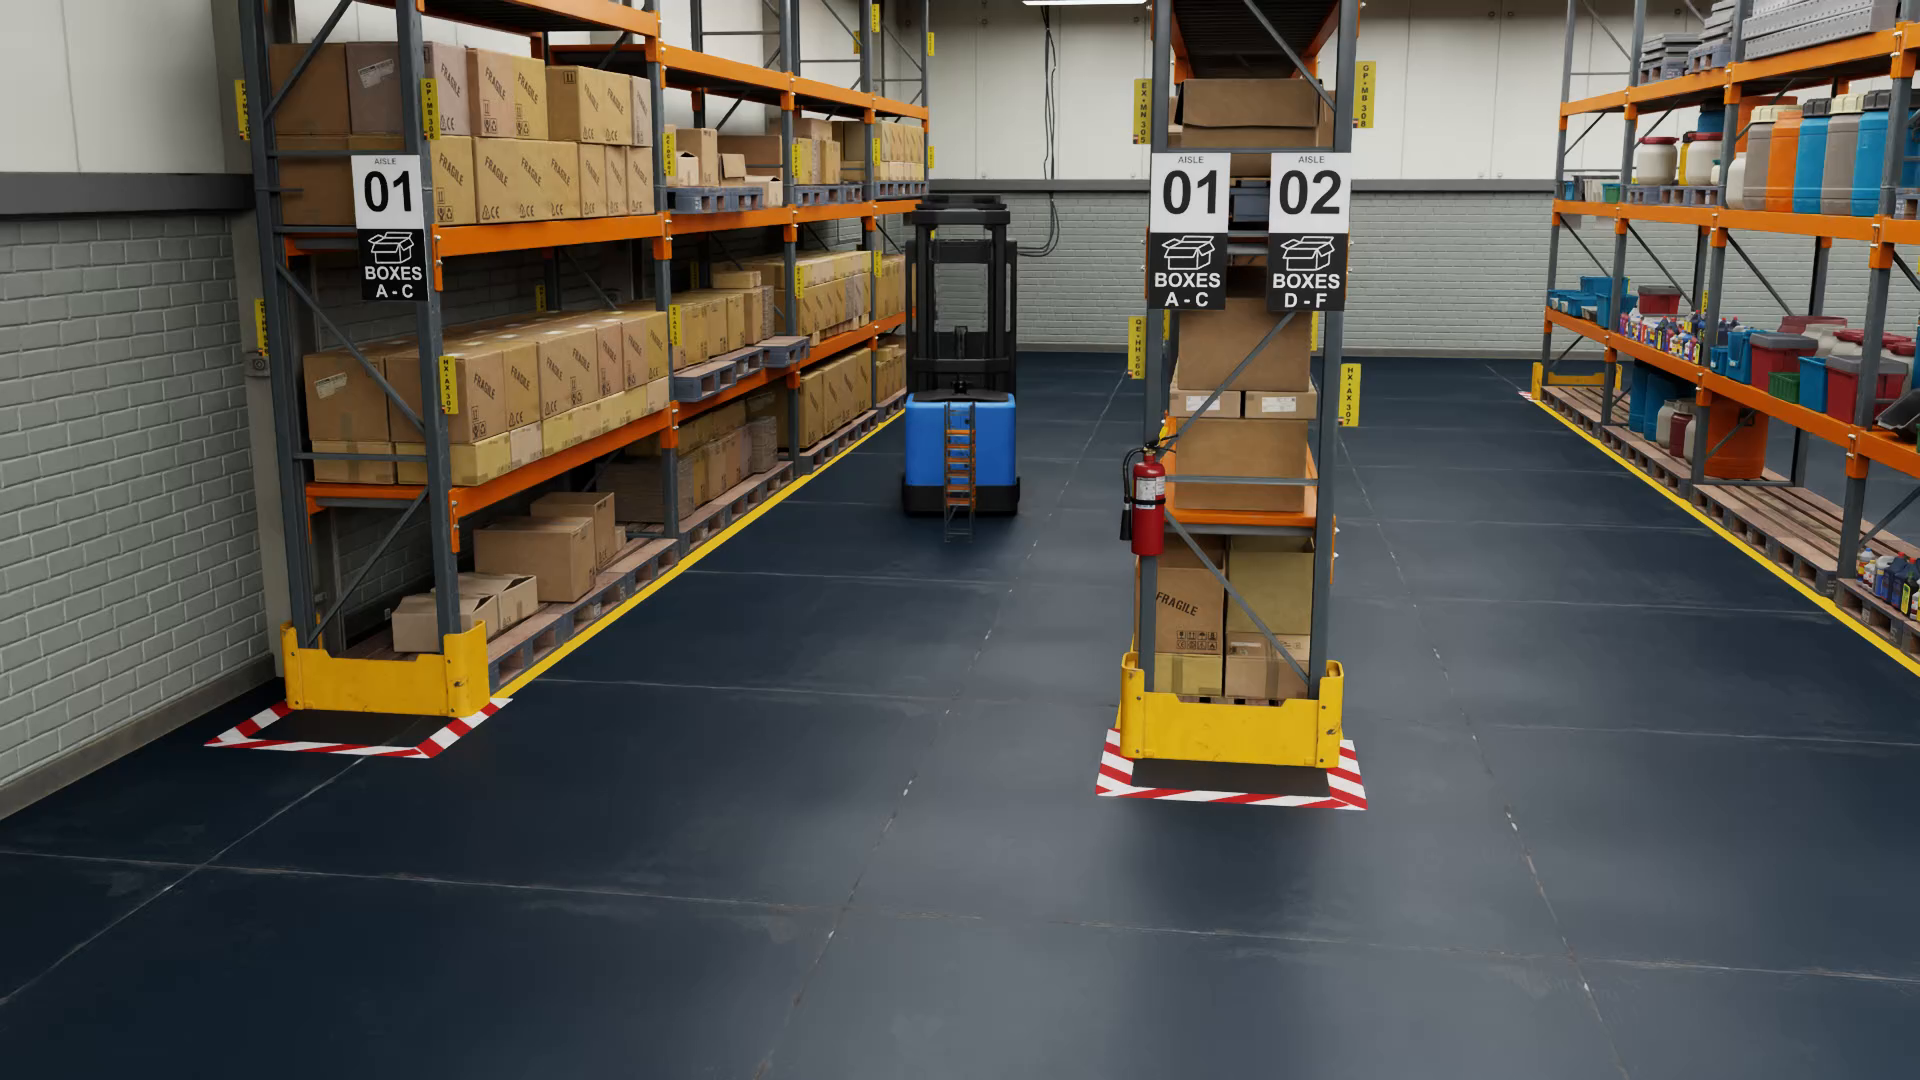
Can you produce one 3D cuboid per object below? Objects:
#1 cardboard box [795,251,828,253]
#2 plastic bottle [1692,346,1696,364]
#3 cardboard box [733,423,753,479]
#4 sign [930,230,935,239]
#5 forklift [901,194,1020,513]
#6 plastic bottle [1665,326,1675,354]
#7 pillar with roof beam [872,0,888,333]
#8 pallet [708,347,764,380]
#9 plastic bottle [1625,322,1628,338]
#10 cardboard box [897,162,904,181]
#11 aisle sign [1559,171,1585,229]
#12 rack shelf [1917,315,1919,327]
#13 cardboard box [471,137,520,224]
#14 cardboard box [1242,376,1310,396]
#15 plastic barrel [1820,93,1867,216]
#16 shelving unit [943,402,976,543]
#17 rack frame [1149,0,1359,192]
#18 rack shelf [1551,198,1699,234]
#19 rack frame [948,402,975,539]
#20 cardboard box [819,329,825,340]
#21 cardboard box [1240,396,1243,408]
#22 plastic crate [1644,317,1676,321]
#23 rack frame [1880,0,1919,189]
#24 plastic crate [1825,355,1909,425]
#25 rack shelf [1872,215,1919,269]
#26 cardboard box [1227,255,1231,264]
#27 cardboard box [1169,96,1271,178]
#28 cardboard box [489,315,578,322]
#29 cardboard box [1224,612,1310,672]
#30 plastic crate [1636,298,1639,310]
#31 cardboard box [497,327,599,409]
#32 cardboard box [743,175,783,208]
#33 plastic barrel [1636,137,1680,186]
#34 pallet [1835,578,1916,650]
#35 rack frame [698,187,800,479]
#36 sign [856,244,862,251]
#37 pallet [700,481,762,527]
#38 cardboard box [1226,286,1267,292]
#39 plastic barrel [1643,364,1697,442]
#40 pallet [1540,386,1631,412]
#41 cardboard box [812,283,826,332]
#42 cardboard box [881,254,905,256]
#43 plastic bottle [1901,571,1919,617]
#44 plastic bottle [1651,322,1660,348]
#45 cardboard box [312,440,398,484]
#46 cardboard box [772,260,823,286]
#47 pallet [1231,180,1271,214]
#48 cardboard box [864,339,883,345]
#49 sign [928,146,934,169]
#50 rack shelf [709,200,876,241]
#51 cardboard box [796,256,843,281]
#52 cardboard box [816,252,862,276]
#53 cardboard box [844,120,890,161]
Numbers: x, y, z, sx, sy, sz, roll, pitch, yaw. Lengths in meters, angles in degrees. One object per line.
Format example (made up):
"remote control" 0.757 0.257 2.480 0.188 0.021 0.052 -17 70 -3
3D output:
"cardboard box" -1.906 -3.450 20.611 0.500 0.250 0.500 2 12 10
"plastic bottle" 7.273 -1.837 16.370 0.097 0.201 0.097 0 12 0
"cardboard box" -2.446 -0.872 16.309 0.700 0.500 0.500 2 12 9
"sign" -0.429 -4.461 24.761 0.100 0.325 0.005 2 12 9
"forklift" 0.012 -1.947 16.570 1.130 2.935 3.031 0 12 0
"plastic bottle" 7.413 -2.092 17.357 0.061 0.283 0.133 2 12 9
"pillar with roof beam" 2.852 -7.183 26.461 9.100 9.000 0.400 2 12 9
"pallet" -2.457 -1.627 15.377 1.003 0.211 1.213 2 12 9
"plastic bottle" 7.713 -2.434 19.137 0.097 0.201 0.097 0 12 0
"cardboard box" -1.047 -4.962 22.398 0.500 0.250 0.500 2 12 7
"aisle sign" 8.544 -4.774 23.353 0.394 0.787 0.004 2 12 9
"rack shelf" 13.413 -2.550 20.912 1.077 0.370 4.000 2 12 9
"cardboard box" -3.007 -2.166 10.018 0.500 0.500 0.500 3 12 12
"cardboard box" 1.864 -0.909 9.814 0.380 0.149 0.250 2 12 8
"plastic barrel" 6.945 -2.941 12.709 0.600 0.901 0.600 0 12 0
"shelving unit" -0.002 -0.584 14.353 0.258 1.200 0.189 2 12 9
"rack frame" 1.472 -3.242 8.175 1.000 3.000 0.127 2 12 9
"rack shelf" 8.519 -4.177 21.341 1.077 0.370 4.000 2 12 9
"rack frame" 0.012 -0.603 14.441 0.240 1.200 0.006 2 12 9
"cardboard box" -1.743 -2.351 18.830 0.380 0.149 0.250 2 12 10
"cardboard box" 1.632 -0.564 9.753 0.700 0.500 0.500 2 12 10
"plastic crate" 8.424 -2.638 20.099 0.396 0.136 0.243 2 12 9
"rack frame" 6.981 -3.913 11.290 1.000 3.000 0.127 2 12 9
"plastic crate" 6.753 -1.122 12.429 0.402 0.464 0.583 2 12 9
"rack shelf" 6.673 -1.679 9.750 1.077 0.370 4.000 2 12 9
"cardboard box" 3.139 -3.458 20.809 0.500 0.500 0.500 2 12 9
"cardboard box" 1.709 -2.593 10.713 0.797 0.503 0.637 3 13 15
"cardboard box" -3.170 -1.406 12.425 0.500 0.500 0.500 2 12 8
"cardboard box" 1.847 0.621 10.020 0.500 0.250 0.500 2 12 9
"plastic crate" 8.628 -2.929 21.103 0.437 0.282 0.530 2 12 9
"cardboard box" -2.814 -1.179 11.373 0.500 0.500 0.500 2 12 10
"cardboard box" -2.037 -3.408 16.230 0.500 0.311 0.500 2 12 9
"plastic barrel" 7.883 -4.282 18.804 0.433 0.535 0.433 0 12 0
"pallet" 6.836 0.521 11.573 1.003 0.211 1.213 2 12 9
"rack frame" -2.193 -2.134 17.275 1.000 3.000 0.127 2 12 9
"sign" -1.510 -4.280 24.992 0.100 0.325 0.005 2 12 9
"pallet" -2.505 -0.355 15.639 1.003 0.211 1.213 2 12 9
"cardboard box" 1.640 -1.209 9.668 0.700 0.500 0.500 2 12 7
"plastic barrel" 8.002 -1.565 18.619 0.600 0.901 0.708 2 12 9
"pallet" 8.661 -1.945 23.016 1.003 0.211 1.213 2 12 9
"cardboard box" -1.776 -2.540 18.166 0.500 0.500 0.500 2 12 11
"cardboard box" -1.031 -3.839 24.477 0.980 0.700 0.700 2 12 11
"plastic bottle" 6.351 0.359 11.109 0.061 0.283 0.133 2 12 11
"plastic bottle" 7.526 -2.214 17.953 0.097 0.271 0.097 0 12 0
"cardboard box" -3.543 -0.509 10.042 0.500 0.250 0.500 2 12 9
"cardboard box" -1.787 -2.903 18.071 0.500 0.250 0.500 2 12 8
"pallet" 1.791 -2.133 10.361 1.003 0.211 1.213 2 12 9
"cardboard box" -1.304 -2.773 23.636 0.380 0.149 0.250 2 12 9
"sign" -0.429 -5.639 24.507 0.100 0.325 0.005 2 12 9
"rack shelf" -1.886 -3.665 18.967 1.077 0.370 4.000 2 12 9
"cardboard box" -1.641 -3.113 19.049 0.500 0.250 0.500 2 12 7
"cardboard box" -1.485 -3.326 20.034 0.500 0.250 0.500 2 12 10
"cardboard box" -1.191 -5.120 21.351 0.500 0.500 0.500 2 12 8
